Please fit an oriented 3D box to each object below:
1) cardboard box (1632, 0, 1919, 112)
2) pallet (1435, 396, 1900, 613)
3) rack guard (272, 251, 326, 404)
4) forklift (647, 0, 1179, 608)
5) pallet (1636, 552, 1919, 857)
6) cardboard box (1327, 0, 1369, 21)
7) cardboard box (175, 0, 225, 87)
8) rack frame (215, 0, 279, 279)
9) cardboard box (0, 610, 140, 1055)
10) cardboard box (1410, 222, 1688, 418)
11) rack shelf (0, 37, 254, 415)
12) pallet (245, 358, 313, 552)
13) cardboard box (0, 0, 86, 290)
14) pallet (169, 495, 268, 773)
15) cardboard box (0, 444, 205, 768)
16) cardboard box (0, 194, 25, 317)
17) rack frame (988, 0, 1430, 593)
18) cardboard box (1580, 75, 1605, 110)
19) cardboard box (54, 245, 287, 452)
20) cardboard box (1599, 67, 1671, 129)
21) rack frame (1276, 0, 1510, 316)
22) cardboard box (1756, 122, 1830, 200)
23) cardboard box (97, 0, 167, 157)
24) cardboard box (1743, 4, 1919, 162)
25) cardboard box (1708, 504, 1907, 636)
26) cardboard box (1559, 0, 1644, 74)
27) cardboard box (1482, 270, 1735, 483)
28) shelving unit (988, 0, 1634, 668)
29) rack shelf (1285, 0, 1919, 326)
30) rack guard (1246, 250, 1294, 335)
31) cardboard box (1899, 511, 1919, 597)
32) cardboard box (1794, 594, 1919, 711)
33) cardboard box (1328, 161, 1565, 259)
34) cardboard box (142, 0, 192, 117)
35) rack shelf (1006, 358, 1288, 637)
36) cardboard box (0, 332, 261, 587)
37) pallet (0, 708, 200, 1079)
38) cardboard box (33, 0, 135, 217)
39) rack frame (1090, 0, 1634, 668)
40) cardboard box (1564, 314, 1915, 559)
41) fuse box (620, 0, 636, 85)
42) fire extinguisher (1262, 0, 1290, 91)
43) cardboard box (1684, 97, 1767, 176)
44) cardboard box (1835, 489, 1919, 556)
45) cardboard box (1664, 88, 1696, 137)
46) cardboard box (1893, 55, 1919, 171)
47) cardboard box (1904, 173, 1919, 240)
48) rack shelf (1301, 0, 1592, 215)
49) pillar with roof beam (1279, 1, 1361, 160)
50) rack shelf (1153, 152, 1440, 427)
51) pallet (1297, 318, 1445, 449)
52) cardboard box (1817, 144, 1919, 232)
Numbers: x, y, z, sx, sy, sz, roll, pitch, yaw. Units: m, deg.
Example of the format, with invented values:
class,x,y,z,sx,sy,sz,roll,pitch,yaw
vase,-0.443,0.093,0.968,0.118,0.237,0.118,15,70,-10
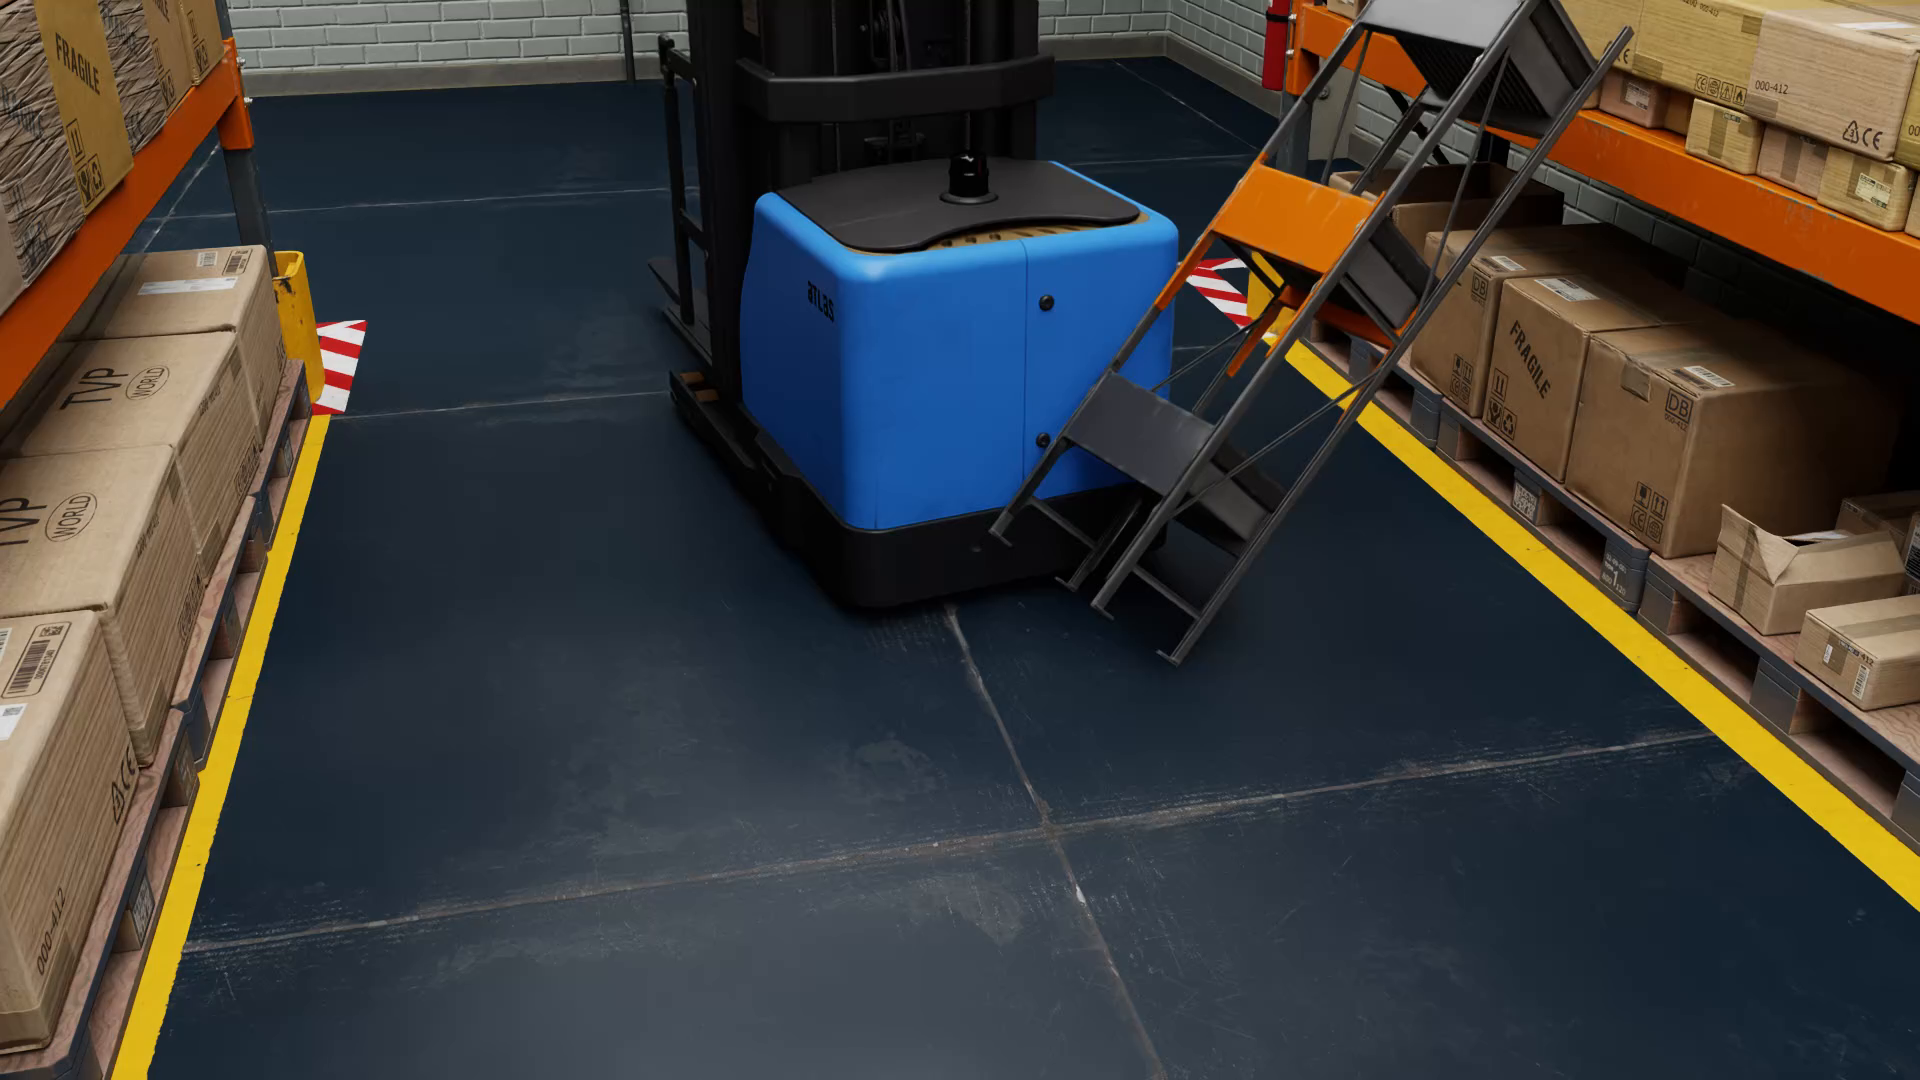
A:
class,x,y,z,sx,sy,sz,roll,pitch,yaw
cardboard box,2.139,-1.304,4.341,0.500,0.250,0.500,-6,27,-12
pallet,2.286,-0.194,5.400,1.003,0.211,1.213,-6,27,-12
rack guard,-3.024,-0.746,6.173,1.175,0.500,0.348,-6,27,-12
forklift,-0.424,-1.755,5.475,1.130,2.935,3.031,-11,29,-21
pallet,2.564,0.343,4.337,1.003,0.211,1.213,-6,27,-12
cardboard box,1.623,-2.072,6.306,0.380,0.149,0.250,-6,27,-12
cardboard box,-2.652,-1.711,5.200,0.500,0.500,0.500,-6,27,-11
rack frame,-3.019,-1.851,5.588,1.000,3.000,0.127,-6,27,-12
cardboard box,-2.154,0.575,3.160,0.875,0.438,0.875,-6,27,-12
cardboard box,2.017,-0.771,5.757,0.700,0.500,0.500,-5,27,-9
rack shelf,-2.568,-0.652,4.011,1.077,0.370,4.000,-6,27,-12
pallet,-2.762,-0.263,5.537,1.003,0.211,1.213,-6,27,-12
cardboard box,-2.183,-0.813,3.420,0.500,0.500,0.500,-6,27,-11
pallet,-2.491,0.271,4.478,1.003,0.211,1.213,-6,27,-12
cardboard box,-2.357,0.182,3.938,0.875,0.438,0.875,-7,28,-13
cardboard box,-2.077,-0.594,2.986,0.500,0.500,0.500,-6,27,-11
rack frame,0.819,-0.787,4.733,0.400,2.100,0.015,35,1,-40
cardboard box,1.944,-1.388,4.950,0.380,0.149,0.250,-5,27,-10
cardboard box,-2.773,-0.615,5.517,0.875,0.438,0.875,-7,28,-13
cardboard box,2.070,-1.282,4.740,0.380,0.149,0.250,-6,27,-12
rack frame,1.816,-2.357,6.590,1.000,3.000,0.127,-6,27,-12
cardboard box,2.205,-0.945,4.071,0.380,0.149,0.250,-5,27,-10
cardboard box,-2.428,-1.264,4.315,0.500,0.500,0.500,-5,27,-10
cardboard box,2.238,-1.084,3.905,0.500,0.250,0.500,-6,27,-11
cardboard box,2.226,0.061,4.369,0.396,0.266,0.258,-5,27,-10
cardboard box,2.023,-1.530,4.789,0.500,0.250,0.500,-7,28,-13
cardboard box,2.038,-0.529,5.277,0.500,0.500,0.500,-5,27,-11
shelving unit,0.945,-0.692,4.548,0.431,2.100,0.503,35,1,-40
rack shelf,2.267,-1.158,5.013,1.077,0.370,4.000,-6,27,-12
rack guard,1.833,-1.207,7.087,1.175,0.500,0.348,-6,27,-12
cardboard box,2.799,0.098,4.245,0.500,0.311,0.500,-5,27,-10
cardboard box,2.306,0.270,4.085,0.380,0.149,0.250,-7,28,-13
cardboard box,1.862,-1.152,6.507,0.797,0.503,0.637,-7,28,-14
cardboard box,-2.554,-1.489,4.760,0.500,0.500,0.500,-7,28,-13
rack shelf,0.530,-0.112,4.561,0.431,0.518,0.480,35,1,-40
cardboard box,-2.558,-0.214,4.723,0.875,0.438,0.875,-5,27,-10
pallet,-2.212,0.808,3.415,1.003,0.211,1.213,-6,27,-12
cardboard box,-2.299,-1.039,3.868,0.500,0.500,0.500,-5,27,-10
rack frame,1.072,-0.597,4.362,0.400,2.100,0.015,35,1,-40
cardboard box,2.251,-0.315,4.854,0.700,0.500,0.500,-7,28,-14
fuse box,-2.233,-3.898,11.074,0.539,1.711,0.414,-6,27,-12
fire extinguisher,1.333,-2.173,6.727,0.296,0.674,0.183,-6,27,-12
cardboard box,2.120,-1.054,4.288,0.380,0.149,0.250,-6,27,-12
cardboard box,2.701,-0.020,4.658,0.380,0.149,0.250,-6,27,-12
cardboard box,2.171,-1.179,4.535,0.380,0.149,0.250,-6,27,-11
cardboard box,2.365,-0.865,3.472,0.500,0.250,0.500,-5,27,-10
cardboard box,2.320,-0.715,3.617,0.380,0.149,0.250,-5,27,-10
rack shelf,1.345,-1.250,4.535,0.431,0.518,0.480,35,1,-40
pillar with roof beam,-2.107,-5.873,6.899,9.100,9.000,0.400,-6,27,-12
rack shelf,0.938,-0.681,4.548,0.431,0.518,0.480,35,1,-40
pallet,2.014,-0.729,6.459,1.003,0.211,1.213,-6,27,-12
cardboard box,2.238,-0.827,3.838,0.380,0.149,0.250,-5,27,-10
